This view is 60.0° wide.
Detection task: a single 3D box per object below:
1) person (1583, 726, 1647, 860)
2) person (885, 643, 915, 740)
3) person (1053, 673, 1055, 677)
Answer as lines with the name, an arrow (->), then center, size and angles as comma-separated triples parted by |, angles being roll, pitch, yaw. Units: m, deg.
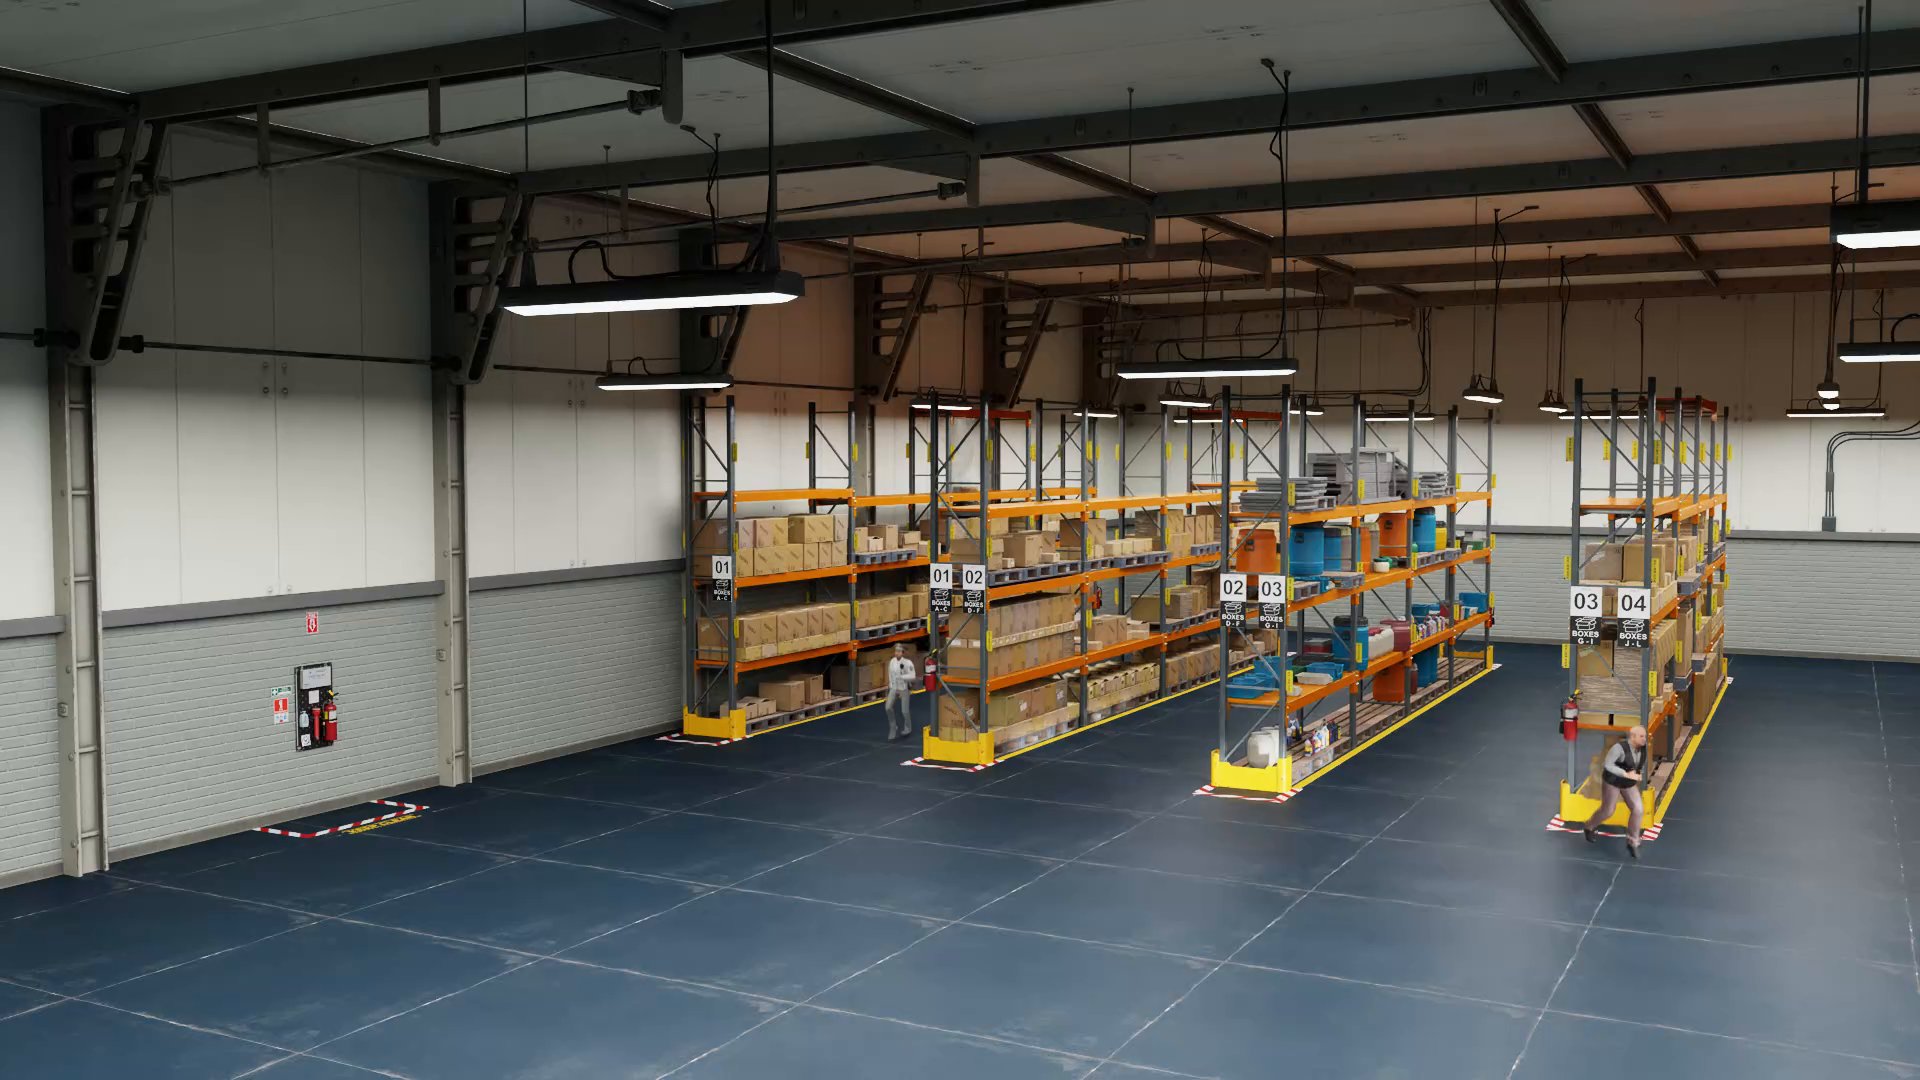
person -> 8.219, 3.108, 20.829 | 0.702, 1.683, 0.986 | -1, 3, -22
person -> -1.022, 2.639, 29.062 | 0.596, 1.713, 0.751 | 1, 3, 22
person -> 1.939, 2.287, 35.584 | 0.607, 1.641, 0.941 | 1, 3, 23
